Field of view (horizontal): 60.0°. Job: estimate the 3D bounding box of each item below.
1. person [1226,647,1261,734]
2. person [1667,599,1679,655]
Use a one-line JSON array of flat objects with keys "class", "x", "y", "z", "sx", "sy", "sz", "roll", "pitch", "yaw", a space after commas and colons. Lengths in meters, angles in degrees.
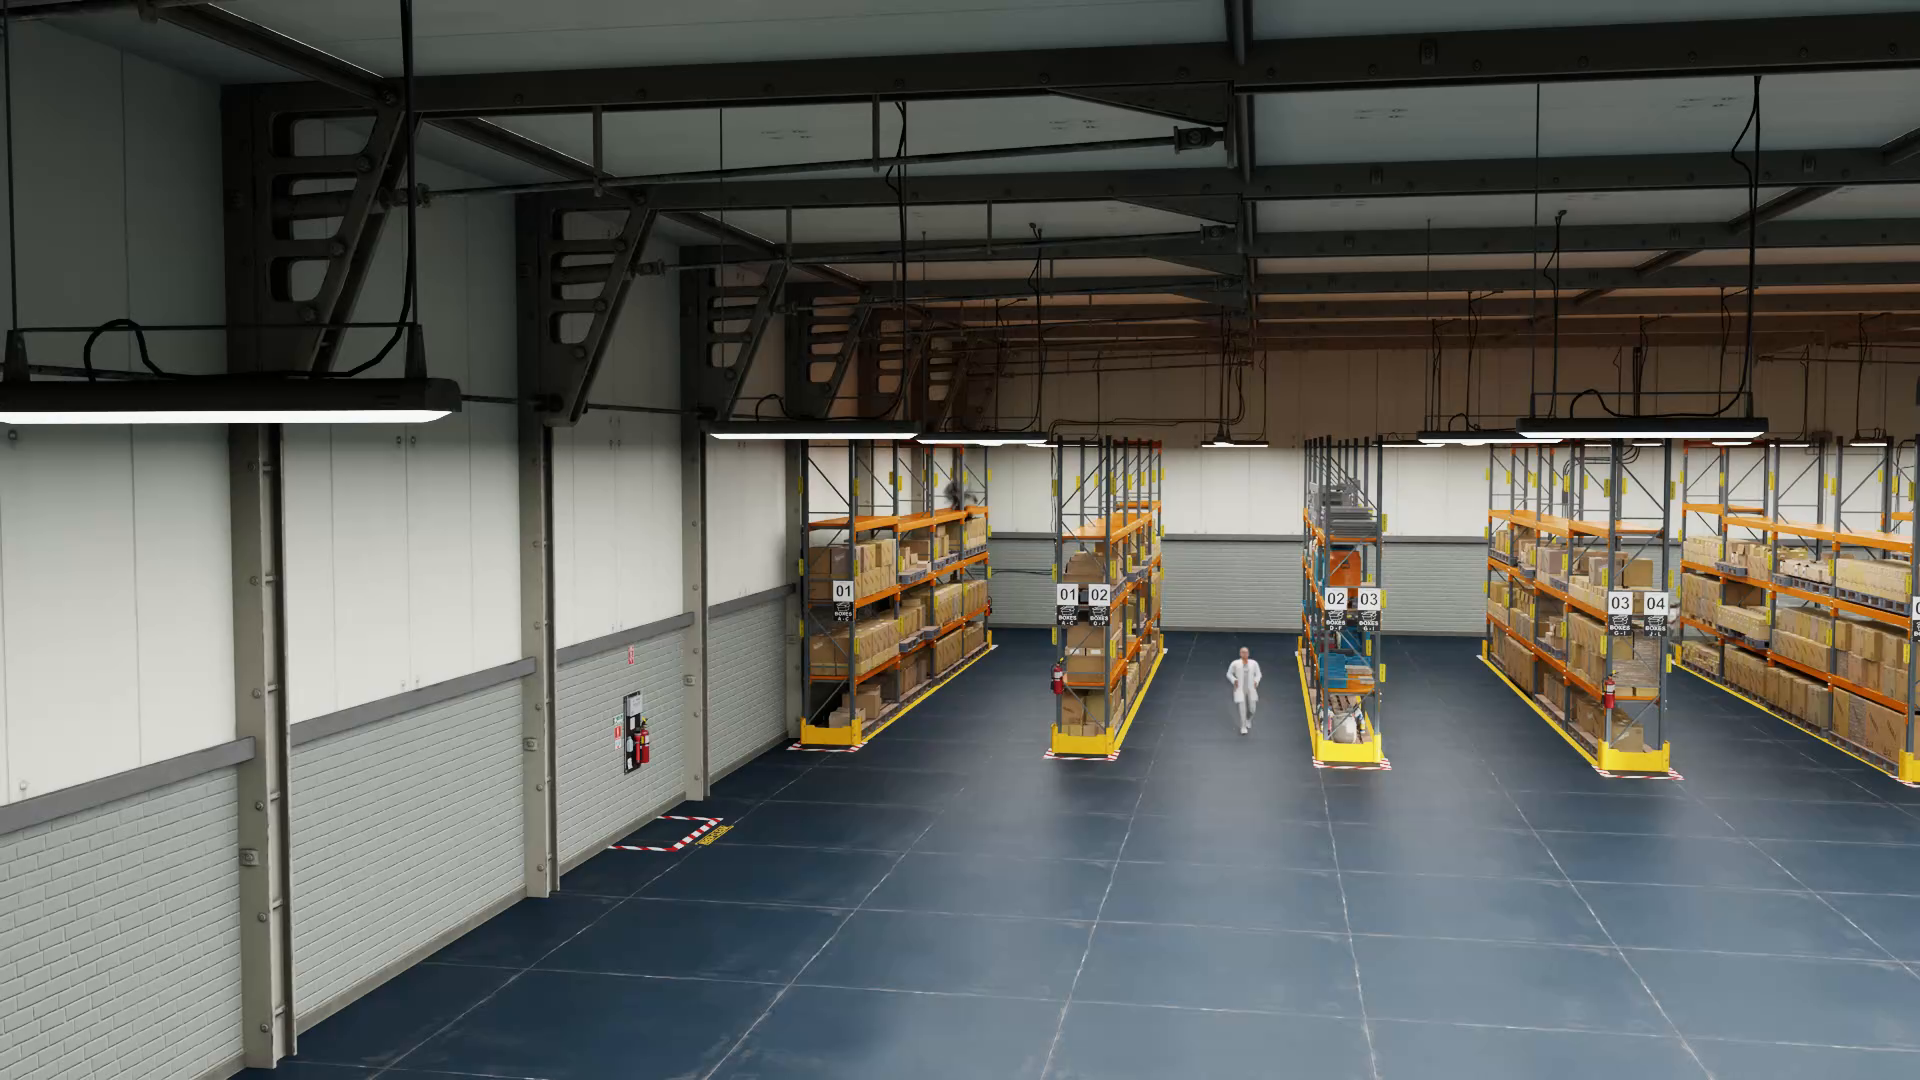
[{"class": "person", "x": 5.749, "y": 3.036, "z": 33.601, "sx": 0.706, "sy": 1.725, "sz": 0.663, "roll": 0, "pitch": 3, "yaw": 0}, {"class": "person", "x": 19.537, "y": 2.435, "z": 45.896, "sx": 0.745, "sy": 1.642, "sz": 0.701, "roll": 1, "pitch": 3, "yaw": 26}]
